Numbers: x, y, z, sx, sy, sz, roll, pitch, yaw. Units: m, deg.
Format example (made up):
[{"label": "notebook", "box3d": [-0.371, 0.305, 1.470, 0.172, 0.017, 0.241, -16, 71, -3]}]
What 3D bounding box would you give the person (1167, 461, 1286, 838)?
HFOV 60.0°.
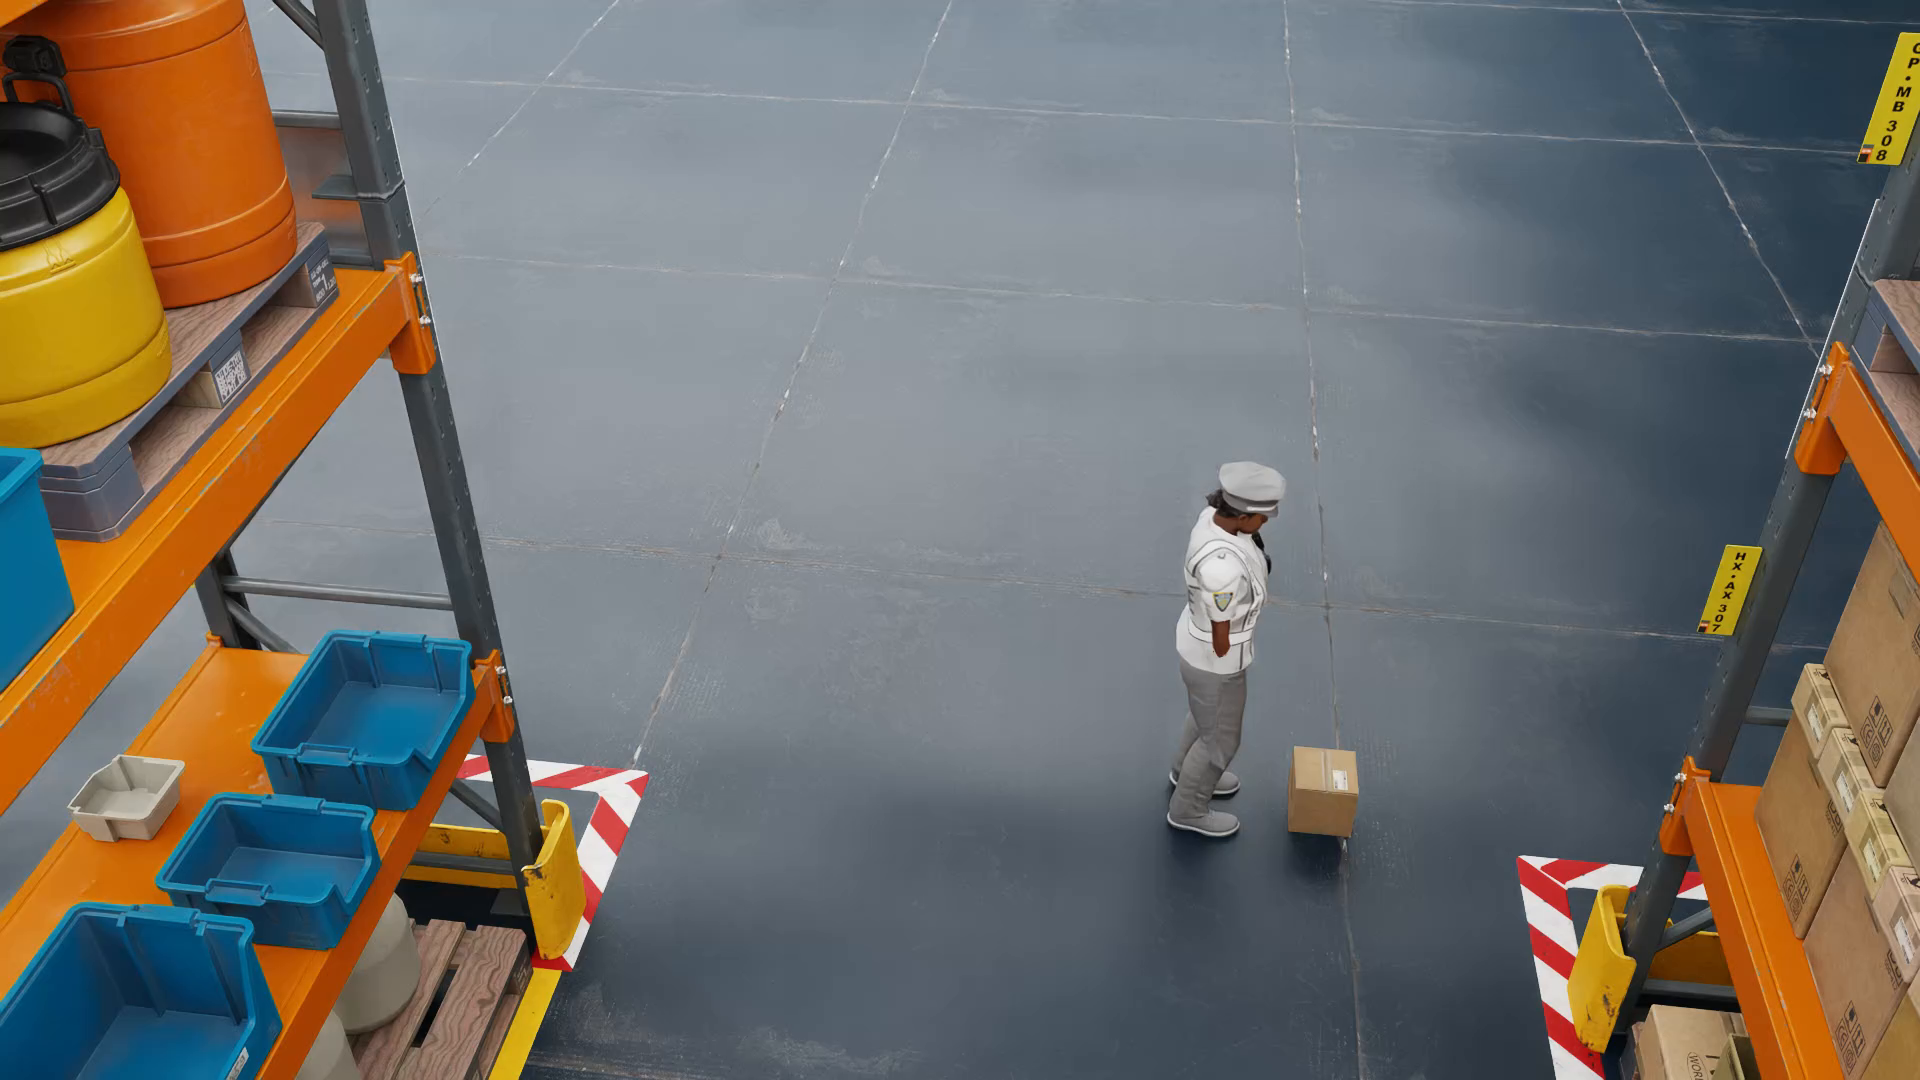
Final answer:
[{"label": "person", "box3d": [1.007, 0.425, 6.476, 0.338, 1.652, 0.441, 5, 37, 7]}]
